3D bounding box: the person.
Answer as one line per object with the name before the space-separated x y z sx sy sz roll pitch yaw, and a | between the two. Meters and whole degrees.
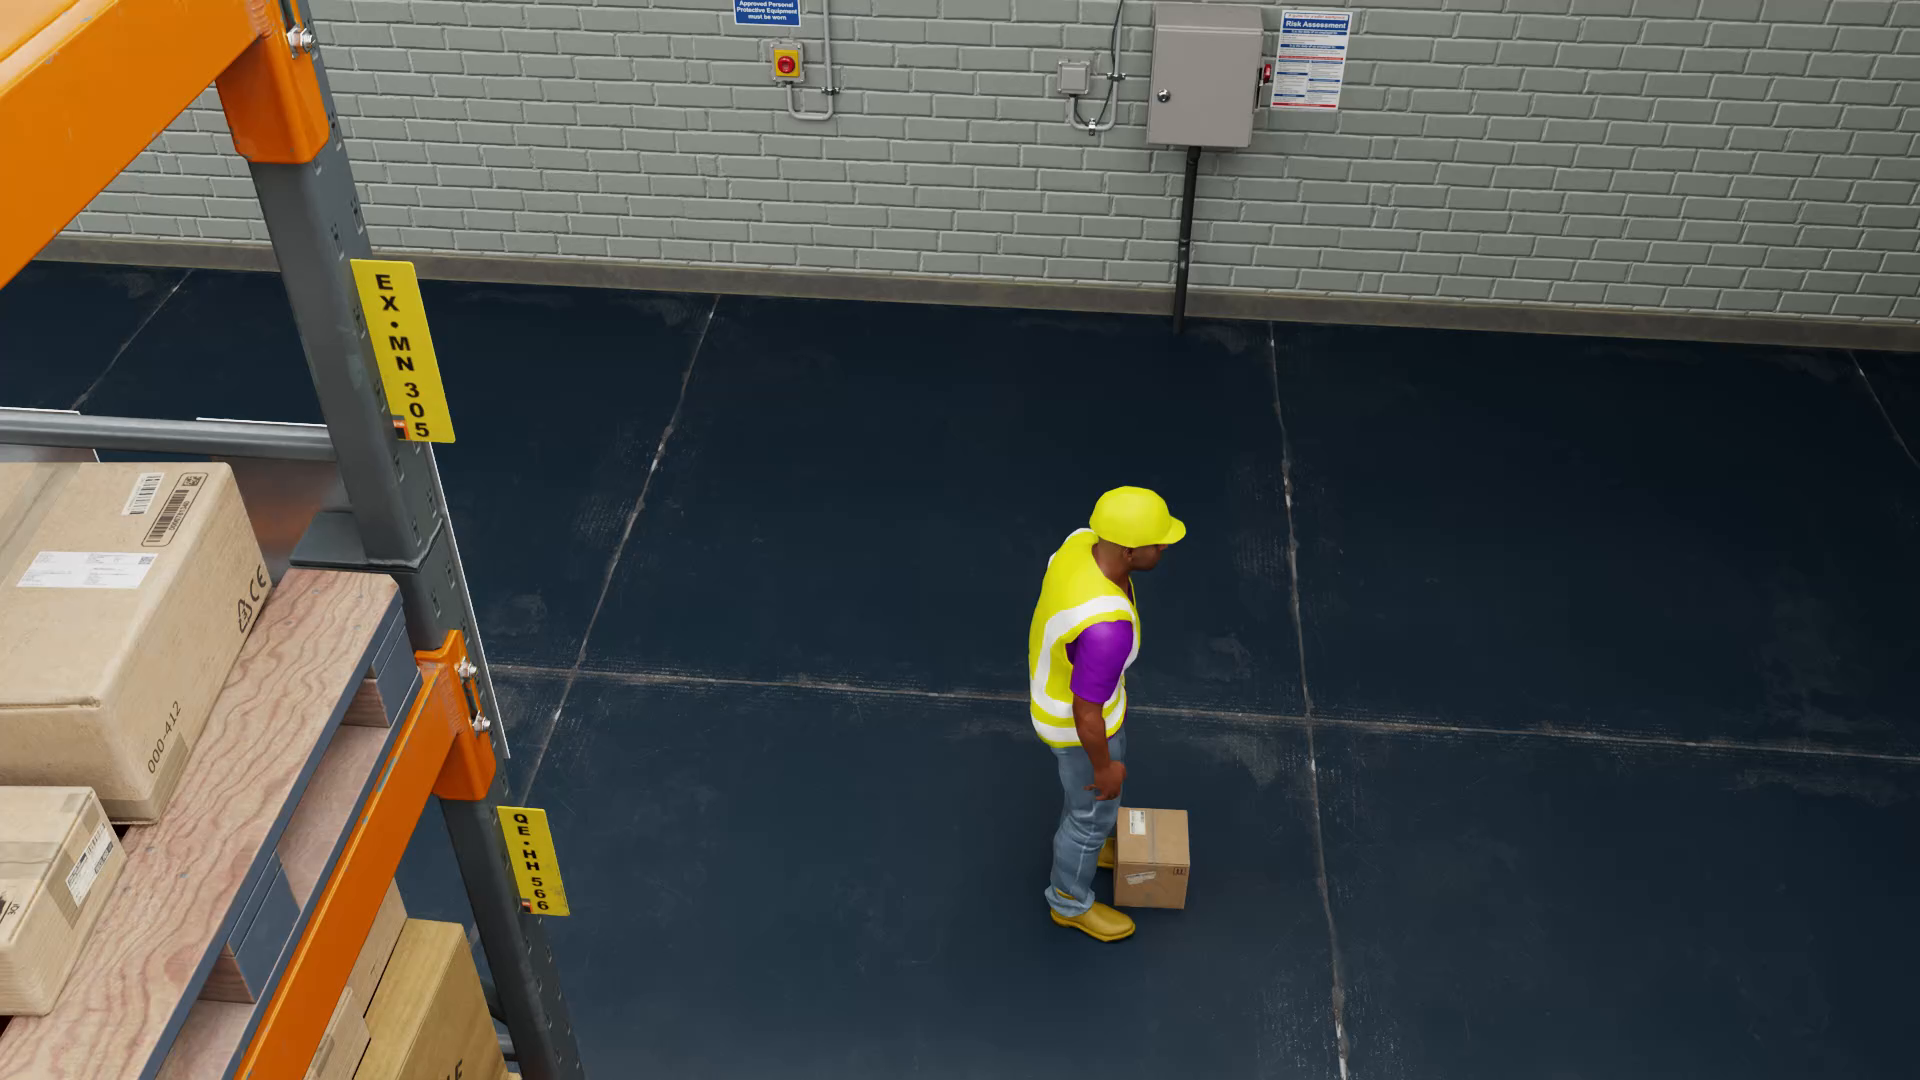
person | 0.452 0.548 5.489 0.461 1.755 0.634 1 40 1
